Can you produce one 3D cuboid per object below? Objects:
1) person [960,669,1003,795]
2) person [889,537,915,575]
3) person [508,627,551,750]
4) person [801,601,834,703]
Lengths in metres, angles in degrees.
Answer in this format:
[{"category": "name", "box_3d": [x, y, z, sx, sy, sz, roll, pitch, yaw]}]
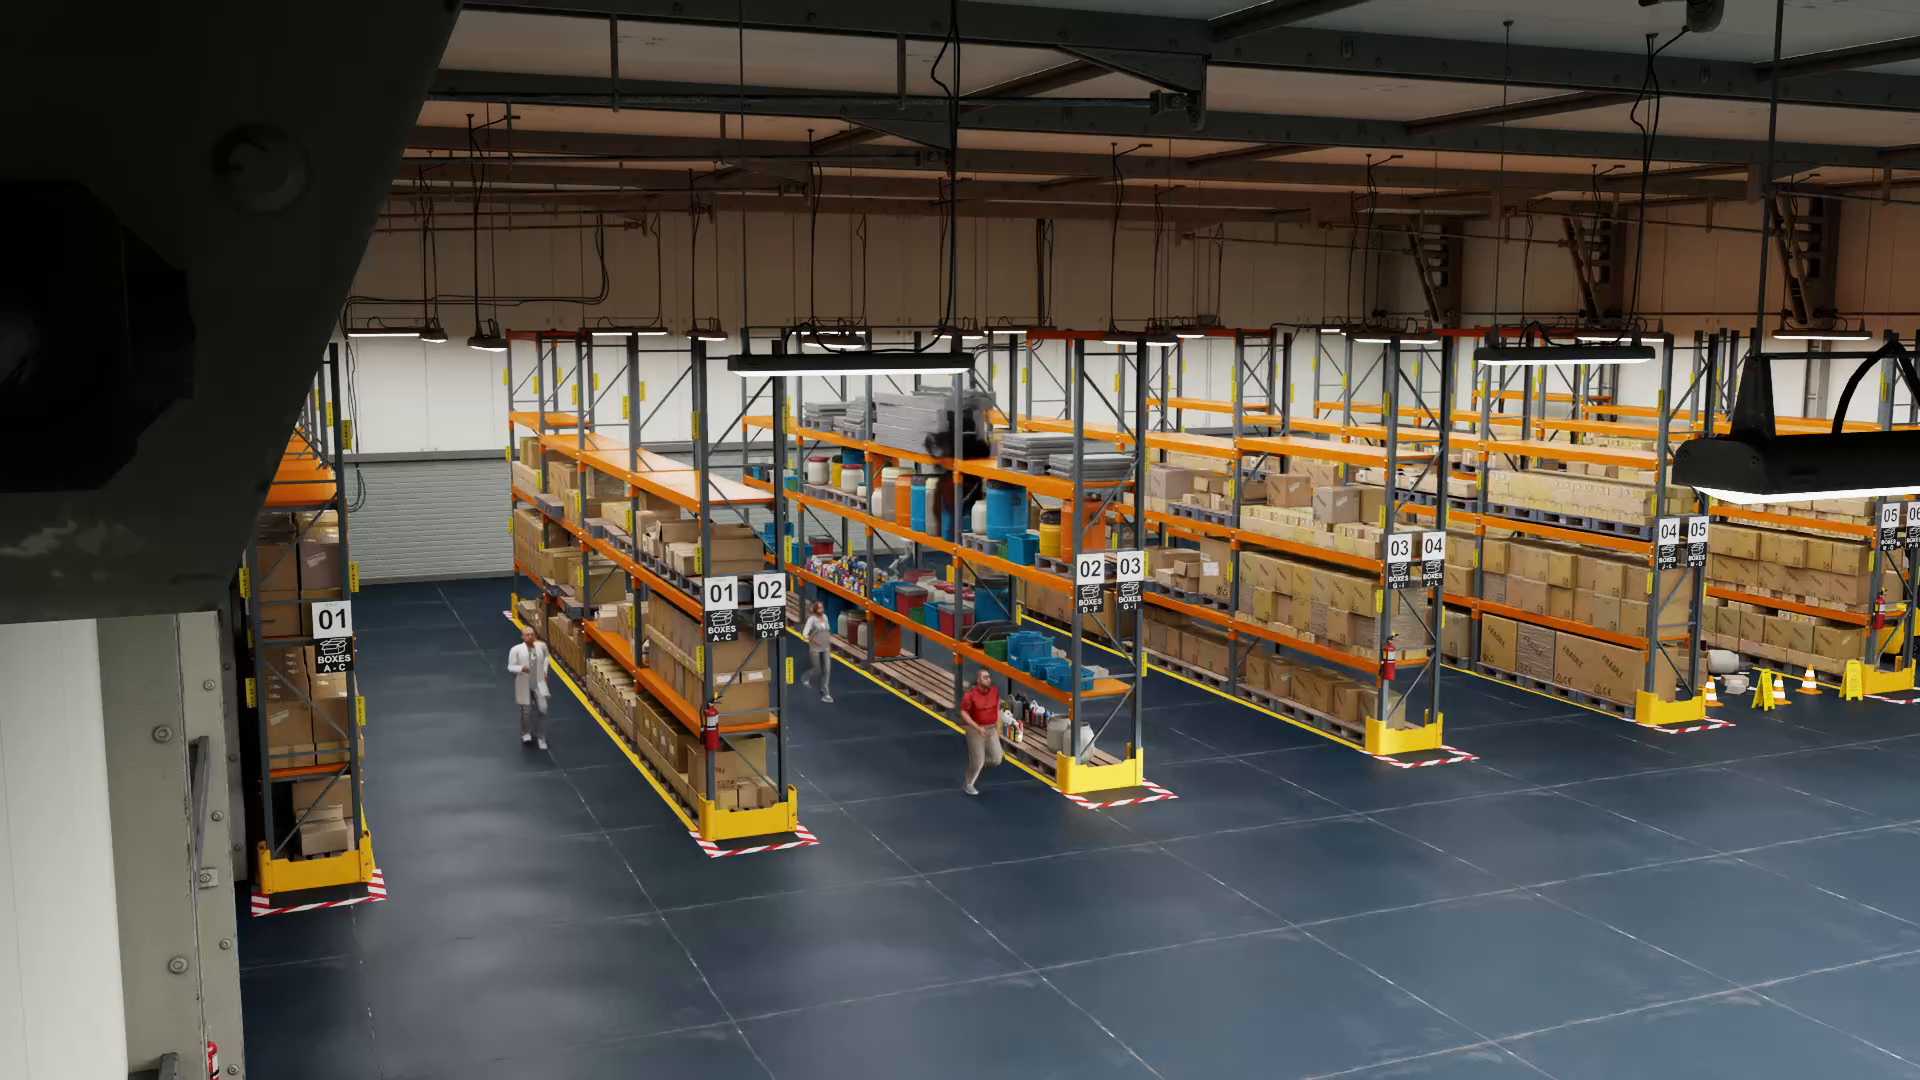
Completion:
[{"category": "person", "box_3d": [0.307, 2.520, 21.948, 0.687, 1.659, 0.624, -5, 9, -33]}, {"category": "person", "box_3d": [-1.194, 0.026, 39.750, 0.994, 1.761, 0.679, -2, 8, -12]}, {"category": "person", "box_3d": [-6.266, 2.165, 24.307, 0.654, 1.823, 0.854, -4, 9, -25]}, {"category": "person", "box_3d": [-2.216, 1.726, 26.093, 0.550, 1.565, 0.814, -6, 10, -37]}]
